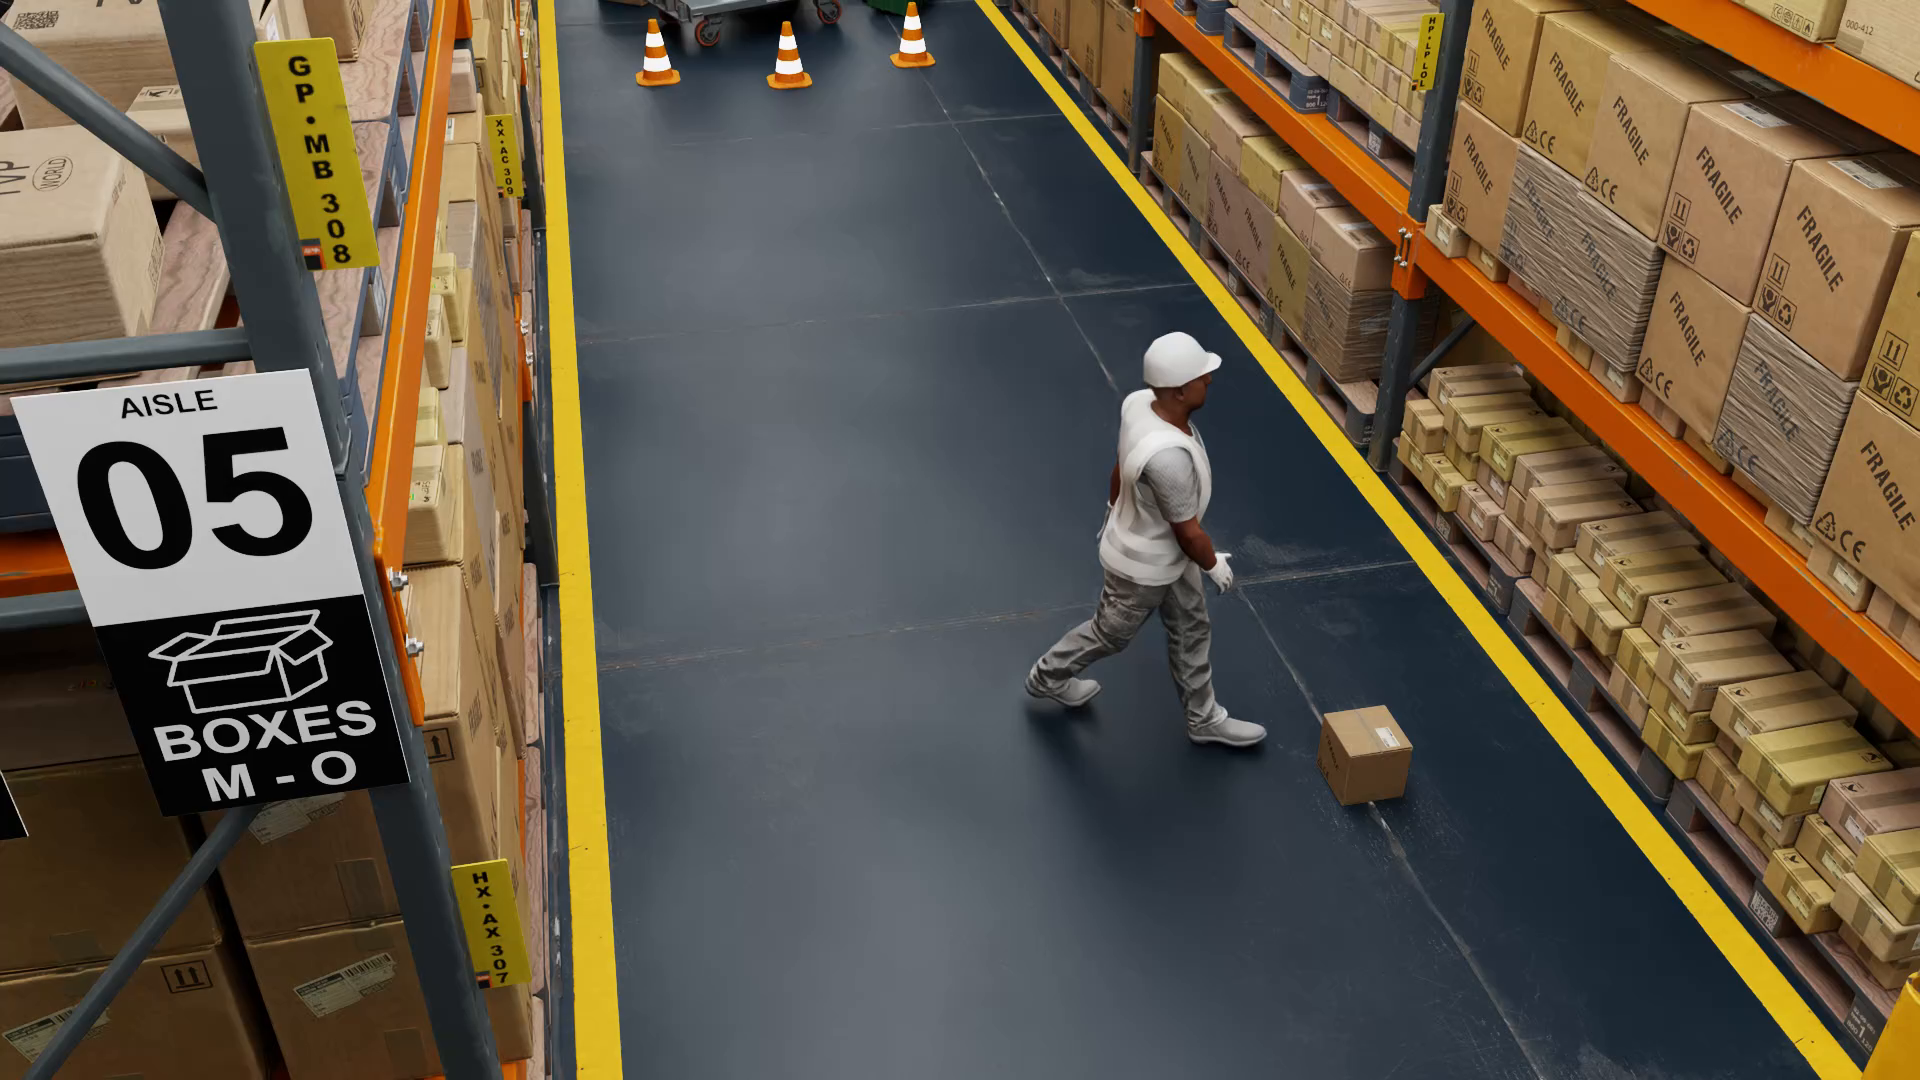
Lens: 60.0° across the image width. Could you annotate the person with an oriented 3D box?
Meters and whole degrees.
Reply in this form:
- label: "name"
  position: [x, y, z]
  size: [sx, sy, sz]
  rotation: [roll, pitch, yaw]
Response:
- label: "person"
  position: [0.715, 0.038, 6.088]
  size: [0.974, 1.741, 0.532]
  rotation: [9, 35, 13]
